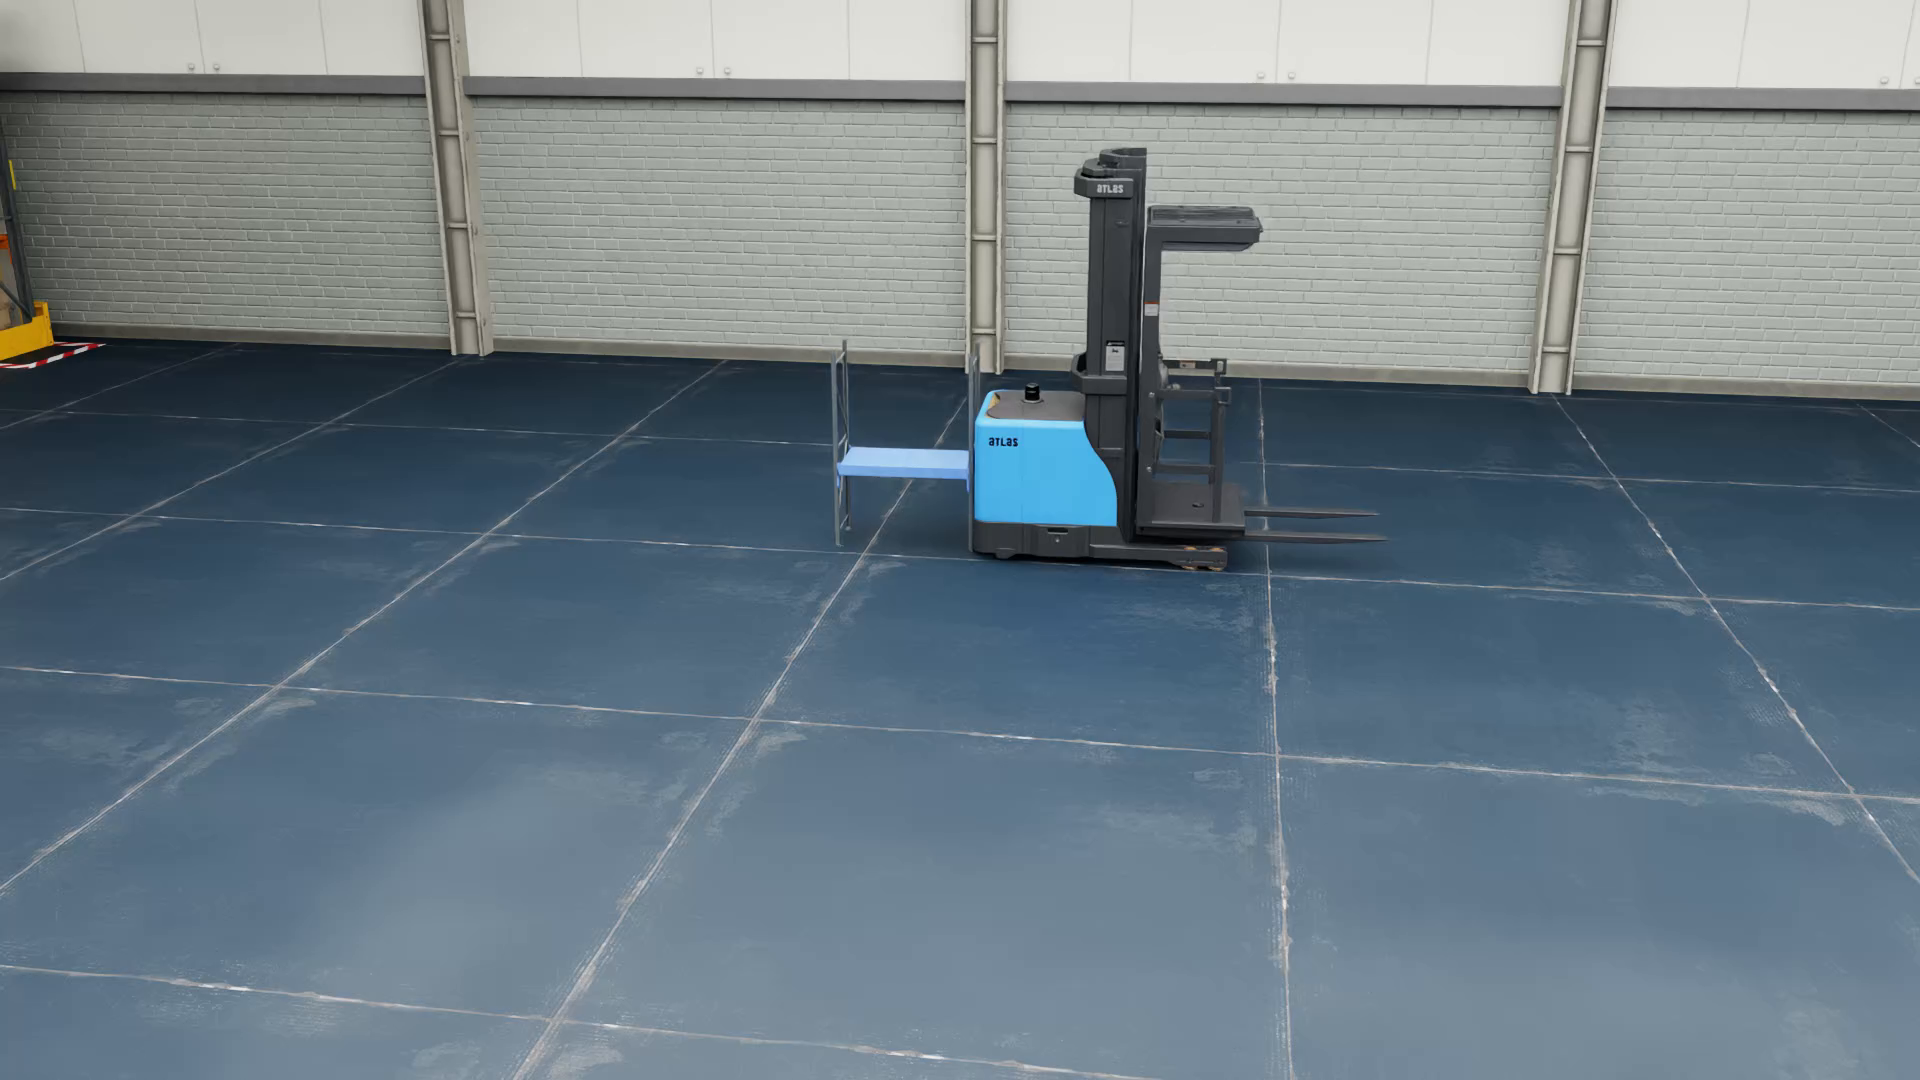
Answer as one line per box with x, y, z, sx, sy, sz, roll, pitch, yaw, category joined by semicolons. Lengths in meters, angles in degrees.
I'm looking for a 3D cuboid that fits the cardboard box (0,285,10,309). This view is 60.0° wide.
-11.460;-2.804;19.339;0.500;0.250;0.500;3;19;10;cardboard box

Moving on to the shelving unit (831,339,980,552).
-0.398;-0.719;12.589;1.048;1.500;0.538;2;19;6;shelving unit

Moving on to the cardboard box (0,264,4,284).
-11.474;-3.035;19.244;0.500;0.250;0.500;3;19;8;cardboard box

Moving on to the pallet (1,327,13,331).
-11.791;-2.286;19.301;1.213;0.211;1.003;3;19;9;pallet

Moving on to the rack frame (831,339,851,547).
-0.903;-0.738;12.644;0.032;1.500;0.500;2;19;6;rack frame

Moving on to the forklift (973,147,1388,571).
1.649;-1.342;12.194;3.031;2.935;1.130;2;19;6;forklift

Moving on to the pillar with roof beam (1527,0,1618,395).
5.516;-4.490;12.042;0.400;9.000;9.100;3;19;9;pillar with roof beam

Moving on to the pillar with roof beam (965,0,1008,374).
-0.408;-4.792;12.944;0.400;9.000;9.100;3;19;9;pillar with roof beam

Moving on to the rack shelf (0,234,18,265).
-13.004;-3.342;19.198;4.000;0.370;1.077;3;19;9;rack shelf

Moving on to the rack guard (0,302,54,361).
-11.005;-2.396;19.176;0.348;0.500;1.175;3;19;9;rack guard

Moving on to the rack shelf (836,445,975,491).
-0.398;-0.549;12.646;1.000;0.185;0.538;2;19;6;rack shelf

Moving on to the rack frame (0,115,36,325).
-11.029;-3.583;18.783;0.127;3.000;1.000;3;19;9;rack frame

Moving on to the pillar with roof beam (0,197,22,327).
-12.257;-5.396;14.749;0.400;9.000;9.100;3;19;9;pillar with roof beam

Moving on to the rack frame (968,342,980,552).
0.107;-0.701;12.534;0.032;1.500;0.500;2;19;6;rack frame

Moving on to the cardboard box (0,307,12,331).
-11.483;-2.564;19.410;0.500;0.250;0.500;3;19;9;cardboard box

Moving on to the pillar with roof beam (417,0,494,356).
-6.332;-5.094;13.847;0.400;9.000;9.100;3;19;9;pillar with roof beam

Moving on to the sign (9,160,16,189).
-10.935;-4.204;19.152;0.005;0.325;0.100;3;19;9;sign
